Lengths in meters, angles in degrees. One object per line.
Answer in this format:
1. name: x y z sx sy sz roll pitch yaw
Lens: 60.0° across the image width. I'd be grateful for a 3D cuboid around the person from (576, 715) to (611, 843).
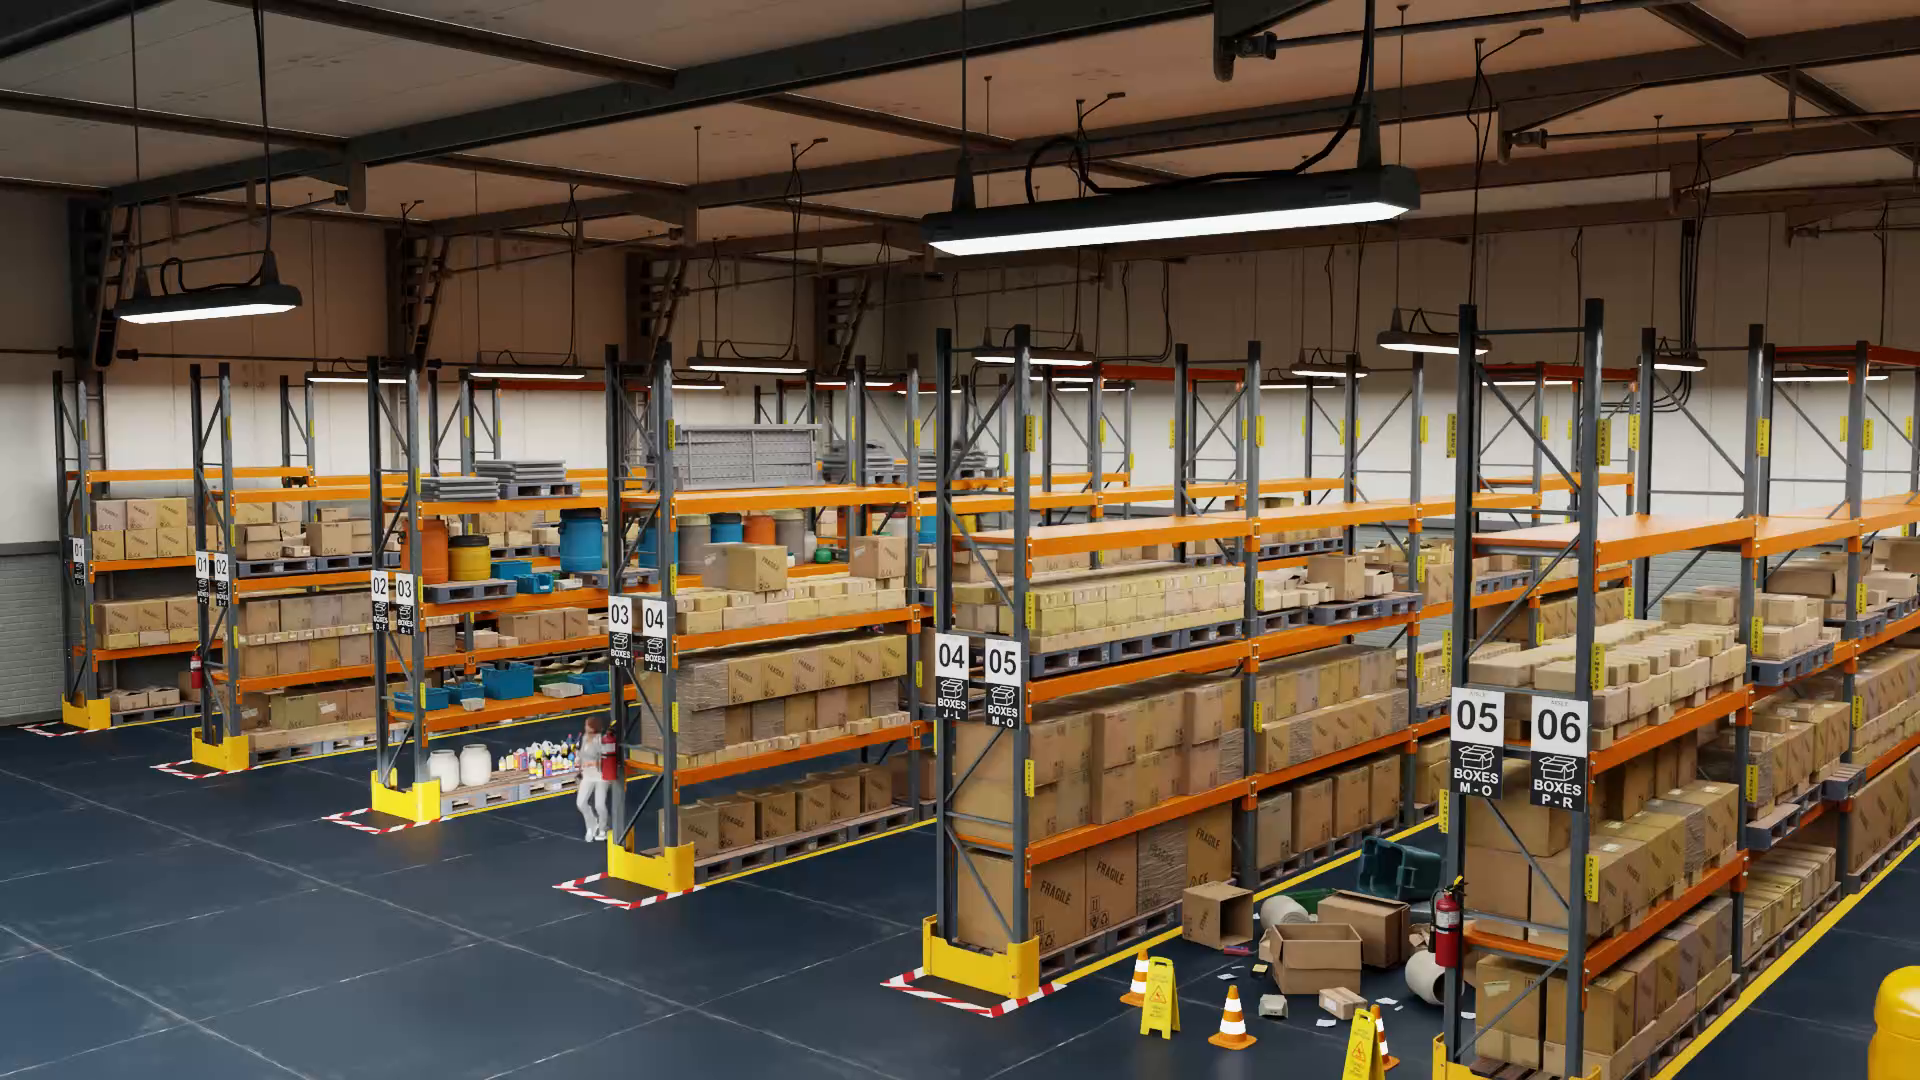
1. person: -4.446 2.920 20.204 0.512 1.566 0.631 2 5 27
